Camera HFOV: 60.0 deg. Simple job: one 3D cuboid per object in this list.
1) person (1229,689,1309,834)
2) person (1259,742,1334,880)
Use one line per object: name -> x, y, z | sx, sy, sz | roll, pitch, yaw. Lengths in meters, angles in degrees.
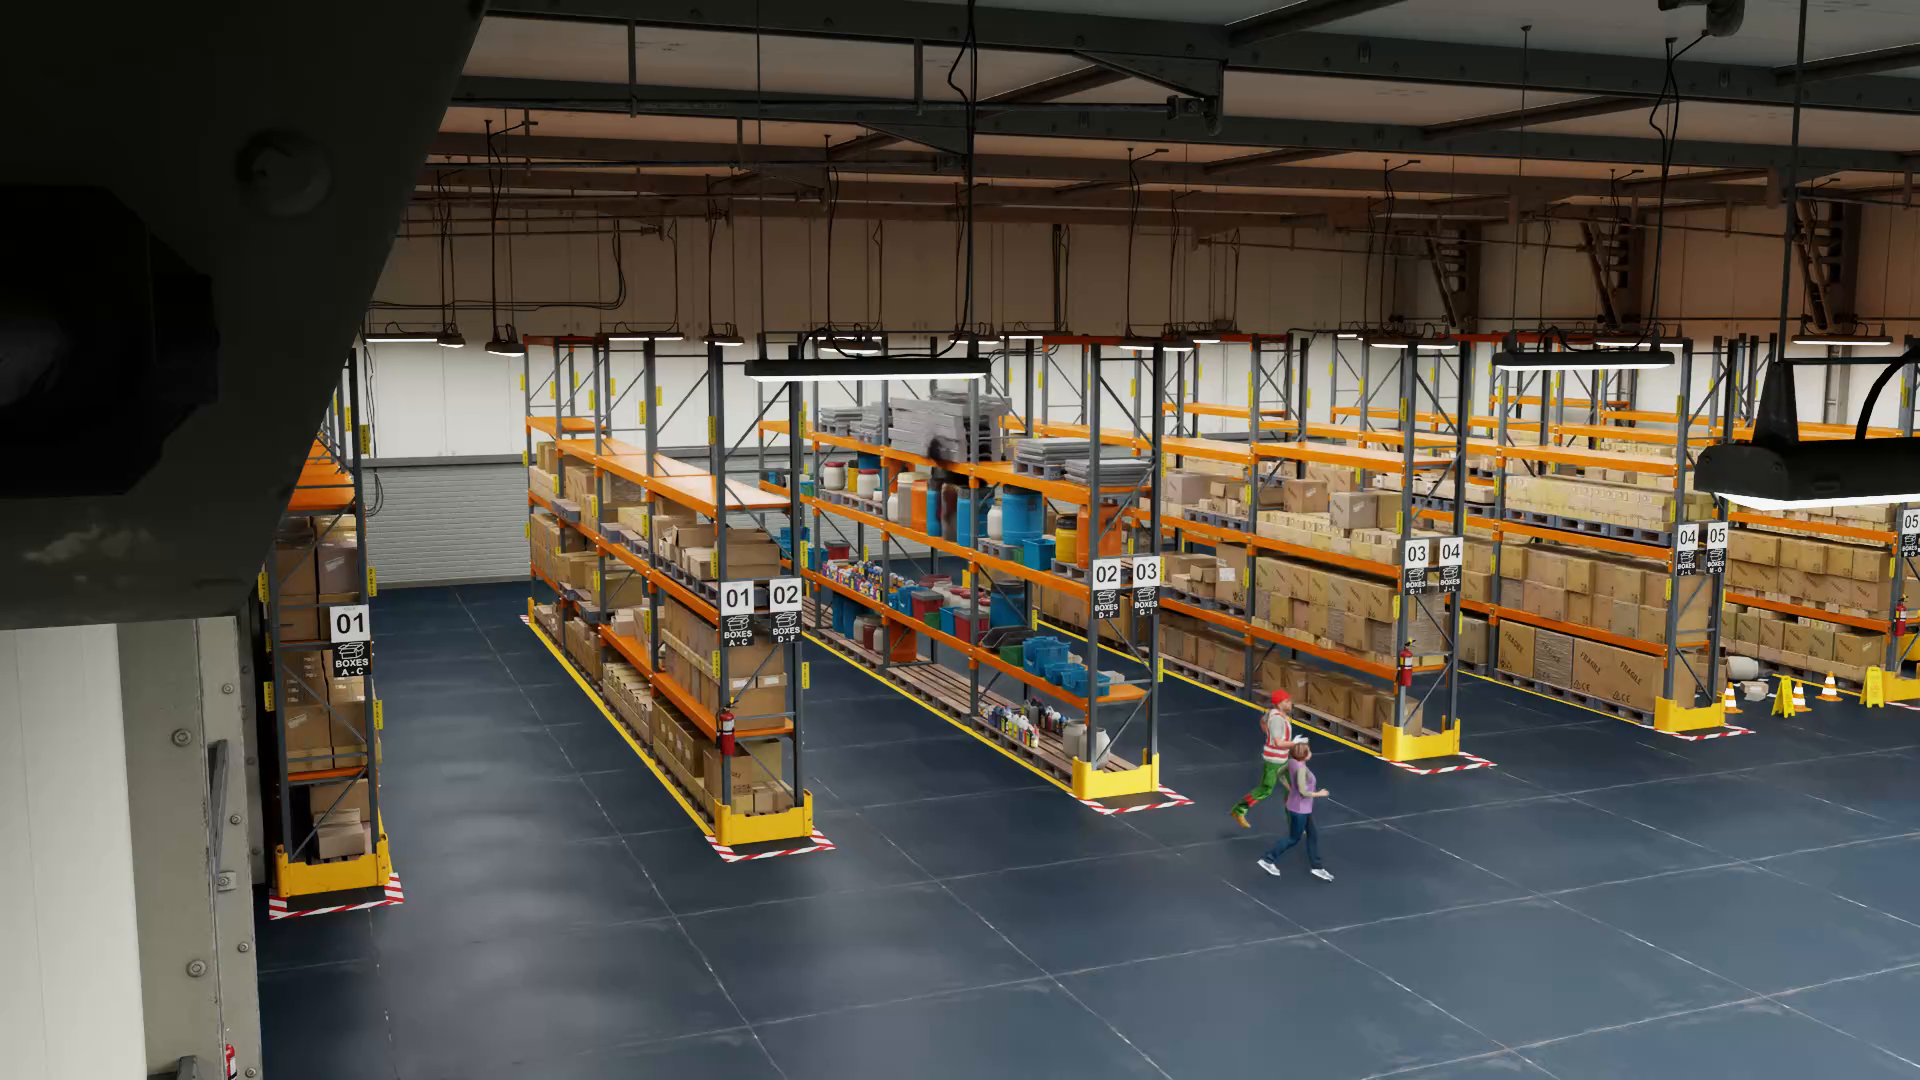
person -> 3.848, 2.723, 20.506 | 0.987, 1.812, 0.672 | 2, 8, 17
person -> 3.804, 3.057, 18.724 | 0.860, 1.614, 0.550 | 1, 8, 4
